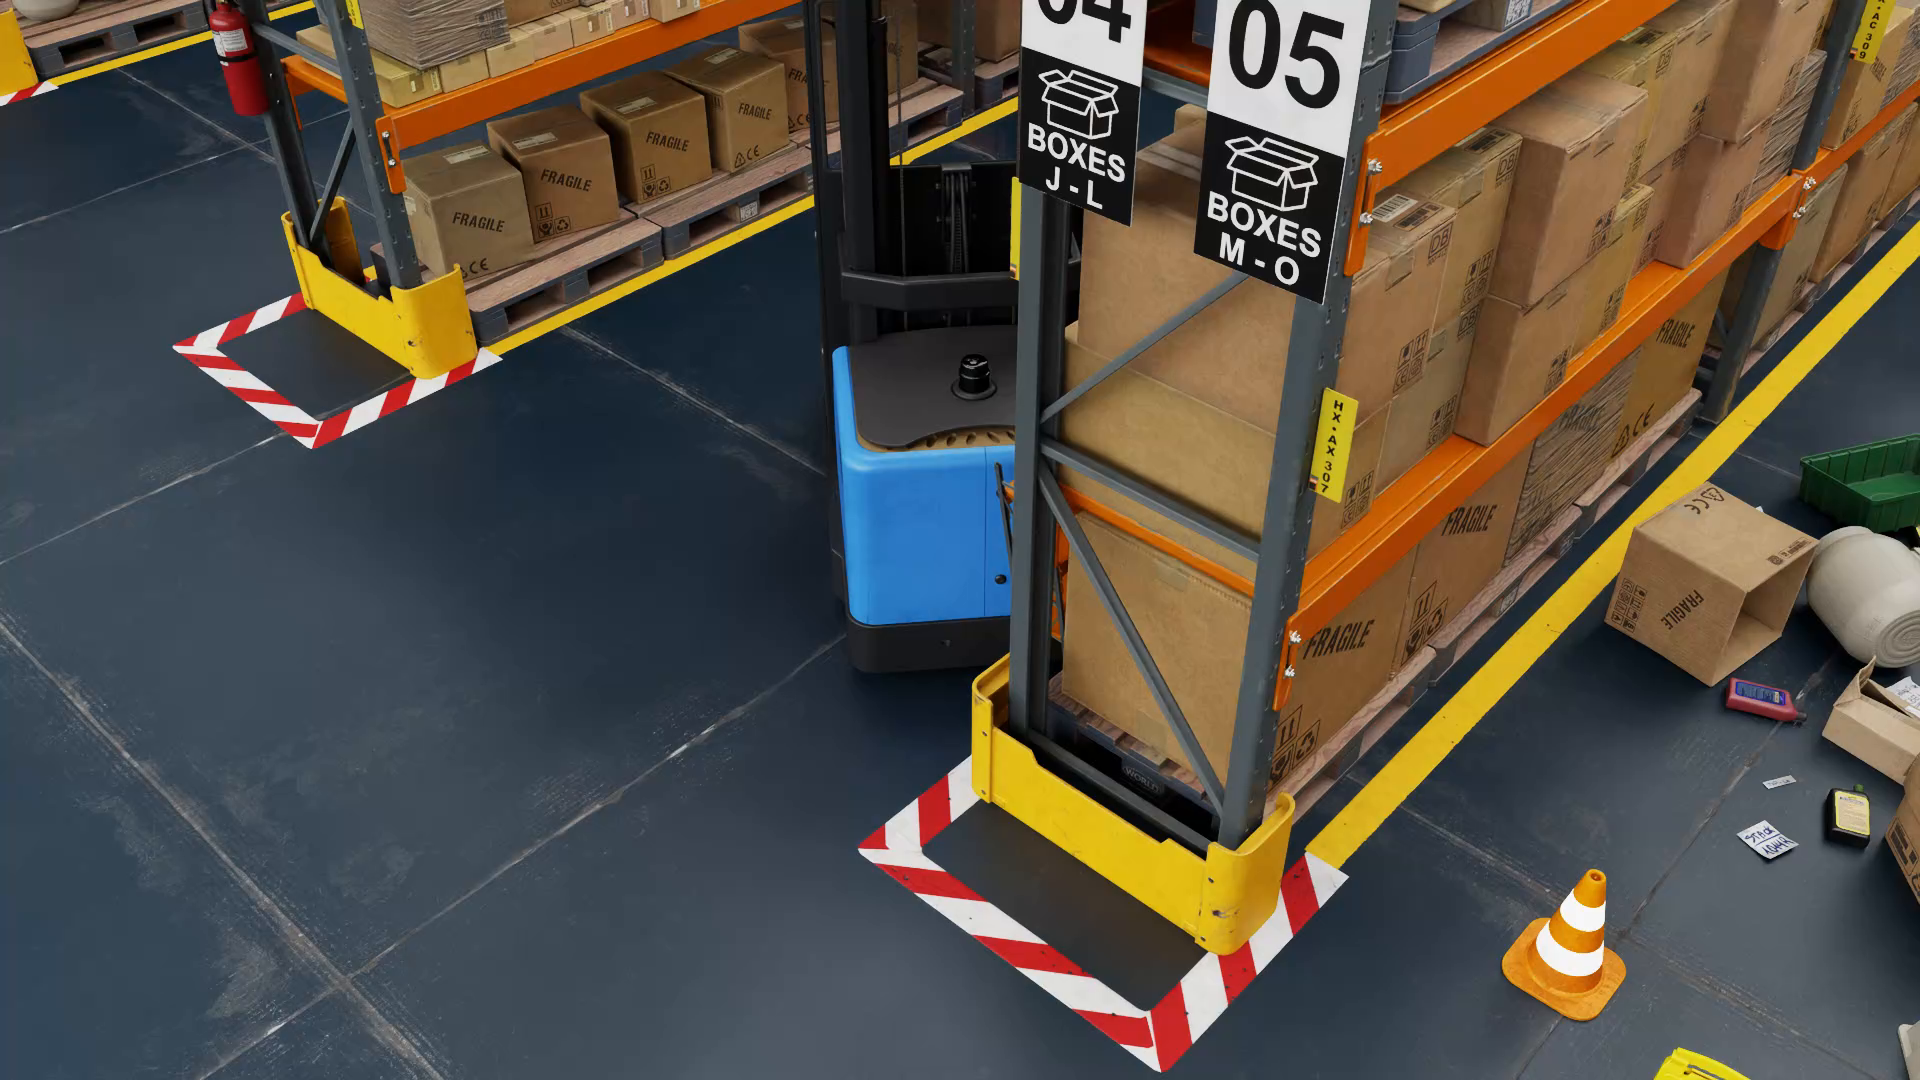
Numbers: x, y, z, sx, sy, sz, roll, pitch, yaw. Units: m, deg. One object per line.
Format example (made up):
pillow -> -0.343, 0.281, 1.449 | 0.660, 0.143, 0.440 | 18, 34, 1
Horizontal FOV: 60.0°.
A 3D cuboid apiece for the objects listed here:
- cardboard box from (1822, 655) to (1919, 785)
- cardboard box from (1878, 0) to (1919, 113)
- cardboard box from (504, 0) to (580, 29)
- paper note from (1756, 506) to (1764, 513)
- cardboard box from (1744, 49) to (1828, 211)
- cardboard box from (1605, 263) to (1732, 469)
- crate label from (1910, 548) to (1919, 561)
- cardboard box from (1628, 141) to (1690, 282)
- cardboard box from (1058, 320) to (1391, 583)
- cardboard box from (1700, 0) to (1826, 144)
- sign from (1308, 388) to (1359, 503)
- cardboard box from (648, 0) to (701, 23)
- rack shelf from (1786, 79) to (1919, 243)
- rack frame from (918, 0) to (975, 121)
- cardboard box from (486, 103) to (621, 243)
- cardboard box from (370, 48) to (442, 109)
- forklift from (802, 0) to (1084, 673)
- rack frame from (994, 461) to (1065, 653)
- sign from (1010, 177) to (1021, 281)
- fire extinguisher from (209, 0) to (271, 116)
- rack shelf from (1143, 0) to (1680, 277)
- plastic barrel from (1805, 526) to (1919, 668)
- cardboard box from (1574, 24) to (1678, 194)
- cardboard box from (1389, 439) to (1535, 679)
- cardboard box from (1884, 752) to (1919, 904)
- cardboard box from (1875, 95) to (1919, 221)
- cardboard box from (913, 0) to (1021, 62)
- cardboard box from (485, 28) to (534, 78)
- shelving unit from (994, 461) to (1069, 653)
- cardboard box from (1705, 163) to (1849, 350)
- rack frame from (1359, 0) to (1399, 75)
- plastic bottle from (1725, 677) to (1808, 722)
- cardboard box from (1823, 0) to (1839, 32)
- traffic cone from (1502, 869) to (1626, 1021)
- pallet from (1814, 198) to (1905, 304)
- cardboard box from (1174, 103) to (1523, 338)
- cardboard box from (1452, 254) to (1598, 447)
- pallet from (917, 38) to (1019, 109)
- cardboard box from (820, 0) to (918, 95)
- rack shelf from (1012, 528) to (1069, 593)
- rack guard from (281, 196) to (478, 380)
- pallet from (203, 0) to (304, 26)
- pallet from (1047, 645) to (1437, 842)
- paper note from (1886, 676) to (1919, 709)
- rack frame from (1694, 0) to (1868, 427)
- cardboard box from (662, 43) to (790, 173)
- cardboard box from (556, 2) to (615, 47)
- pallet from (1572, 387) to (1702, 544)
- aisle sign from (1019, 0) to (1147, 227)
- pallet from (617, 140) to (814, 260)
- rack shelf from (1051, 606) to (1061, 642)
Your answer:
cardboard box -> 3.478, 0.682, 6.179 | 0.258, 0.266, 0.396 | -26, 45, -29
cardboard box -> 4.171, -2.351, 7.717 | 0.500, 0.500, 0.500 | 30, 47, 32
cardboard box -> -2.374, -2.920, 8.192 | 0.875, 0.500, 0.500 | 30, 47, 32
paper note -> 3.493, -0.100, 7.351 | 0.147, 0.020, 0.142 | 2, 39, 2
cardboard box -> 3.038, -1.836, 7.028 | 0.875, 0.550, 0.550 | 30, 47, 32
cardboard box -> 2.802, -1.025, 7.498 | 0.875, 0.875, 0.875 | 30, 48, 32
crate label -> 4.009, 0.149, 6.953 | 0.298, 0.136, 0.250 | 2, 39, 2
cardboard box -> 2.232, -1.375, 6.448 | 0.875, 0.550, 0.550 | 30, 47, 32
cardboard box -> 0.796, -0.362, 5.175 | 0.875, 0.550, 0.550 | 30, 47, 32
cardboard box -> 2.718, -1.976, 6.337 | 0.875, 0.550, 0.550 | 30, 47, 32
sign -> 0.985, -0.248, 4.392 | 0.100, 0.325, 0.005 | 30, 47, 32
cardboard box -> -1.562, -2.824, 8.593 | 0.380, 0.149, 0.250 | 30, 47, 32
rack shelf -> 4.627, -2.589, 8.673 | 1.077, 0.370, 4.000 | 30, 47, 32
rack frame -> -0.315, -4.080, 9.972 | 1.000, 3.000, 0.127 | 30, 47, 32
cardboard box -> -2.202, -1.998, 9.023 | 0.500, 0.500, 0.500 | -22, 43, -25
cardboard box -> -2.646, -2.175, 7.777 | 0.380, 0.149, 0.250 | 30, 47, 32
forklift -> -0.068, -1.536, 6.827 | 1.130, 2.935, 3.031 | -4, 39, -5
rack frame -> 0.282, 0.197, 6.050 | 0.240, 1.200, 0.015 | 30, 58, 32
sign -> 0.188, -0.894, 4.843 | 0.100, 0.325, 0.005 | 30, 47, 32
fire extinguisher -> -3.431, -2.353, 7.862 | 0.296, 0.674, 0.183 | 30, 47, 32
rack shelf -> 1.928, -1.925, 5.429 | 1.077, 0.370, 4.000 | 30, 47, 32
plastic barrel -> 3.645, 0.222, 6.630 | 0.421, 0.421, 0.512 | -5, 39, -6
cardboard box -> 1.901, -1.539, 5.787 | 0.875, 0.550, 0.500 | 30, 47, 32
cardboard box -> 1.580, -0.191, 6.450 | 0.875, 0.875, 0.875 | 29, 47, 31
cardboard box -> 3.617, 1.025, 5.556 | 0.797, 0.503, 0.637 | 2, 39, 2
cardboard box -> 4.912, -2.428, 9.363 | 1.050, 0.750, 0.750 | 30, 48, 32
cardboard box -> 0.115, -3.547, 10.956 | 0.700, 0.500, 0.500 | 26, 45, 29
cardboard box -> -2.283, -2.391, 8.048 | 0.380, 0.149, 0.250 | 30, 47, 32
shelving unit -> 0.445, 0.053, 6.160 | 0.258, 1.200, 0.503 | 30, 58, 32
cardboard box -> 3.630, -1.558, 8.270 | 1.050, 0.750, 0.750 | 29, 47, 32
rack frame -> 0.579, -2.462, 3.116 | 1.000, 3.000, 0.127 | 30, 47, 32
plastic bottle -> 3.113, 0.623, 6.417 | 0.283, 0.061, 0.133 | 14, 41, 17
cardboard box -> 3.608, -2.612, 7.242 | 0.700, 0.500, 0.500 | 29, 47, 31
traffic cone -> 1.986, 1.231, 5.330 | 0.336, 0.463, 0.334 | 30, 47, 32
pallet -> 4.566, -1.809, 9.356 | 1.003, 0.211, 1.213 | 30, 47, 32
cardboard box -> 1.161, -1.041, 5.161 | 0.875, 0.550, 0.550 | 30, 47, 32
cardboard box -> 1.621, -0.828, 5.761 | 0.875, 0.550, 0.550 | 30, 47, 32
pallet -> 0.209, -3.347, 11.290 | 1.003, 0.211, 1.213 | 30, 47, 32
cardboard box -> -0.615, -3.100, 10.409 | 0.500, 0.500, 0.500 | 28, 46, 31
rack shelf -> 0.426, -0.054, 6.047 | 0.258, 0.148, 0.480 | 30, 58, 32
rack guard -> -2.963, -1.299, 8.482 | 1.175, 0.500, 0.348 | 30, 47, 32
pallet -> -5.278, -4.215, 12.381 | 1.003, 0.211, 1.213 | 30, 47, 32
pallet -> 1.061, 0.578, 6.354 | 1.003, 0.211, 1.213 | 30, 47, 32
paper note -> 3.712, 0.606, 6.470 | 0.155, 0.023, 0.172 | -18, 42, -21
rack frame -> 3.278, -1.951, 7.294 | 1.000, 3.000, 0.127 | 30, 47, 32
cardboard box -> -1.356, -2.515, 9.674 | 0.500, 0.500, 0.500 | 25, 45, 28
cardboard box -> -1.956, -2.626, 8.344 | 0.380, 0.149, 0.250 | 30, 47, 32
pallet -> 2.707, -0.543, 7.764 | 1.003, 0.211, 1.213 | 30, 47, 32
aisle sign -> 0.310, -1.225, 4.291 | 0.394, 0.787, 0.004 | 30, 47, 32
pallet -> -1.565, -2.103, 9.725 | 1.003, 0.211, 1.213 | 30, 47, 32
rack shelf -> 0.478, 0.234, 6.351 | 0.258, 0.148, 0.480 | 30, 58, 32
